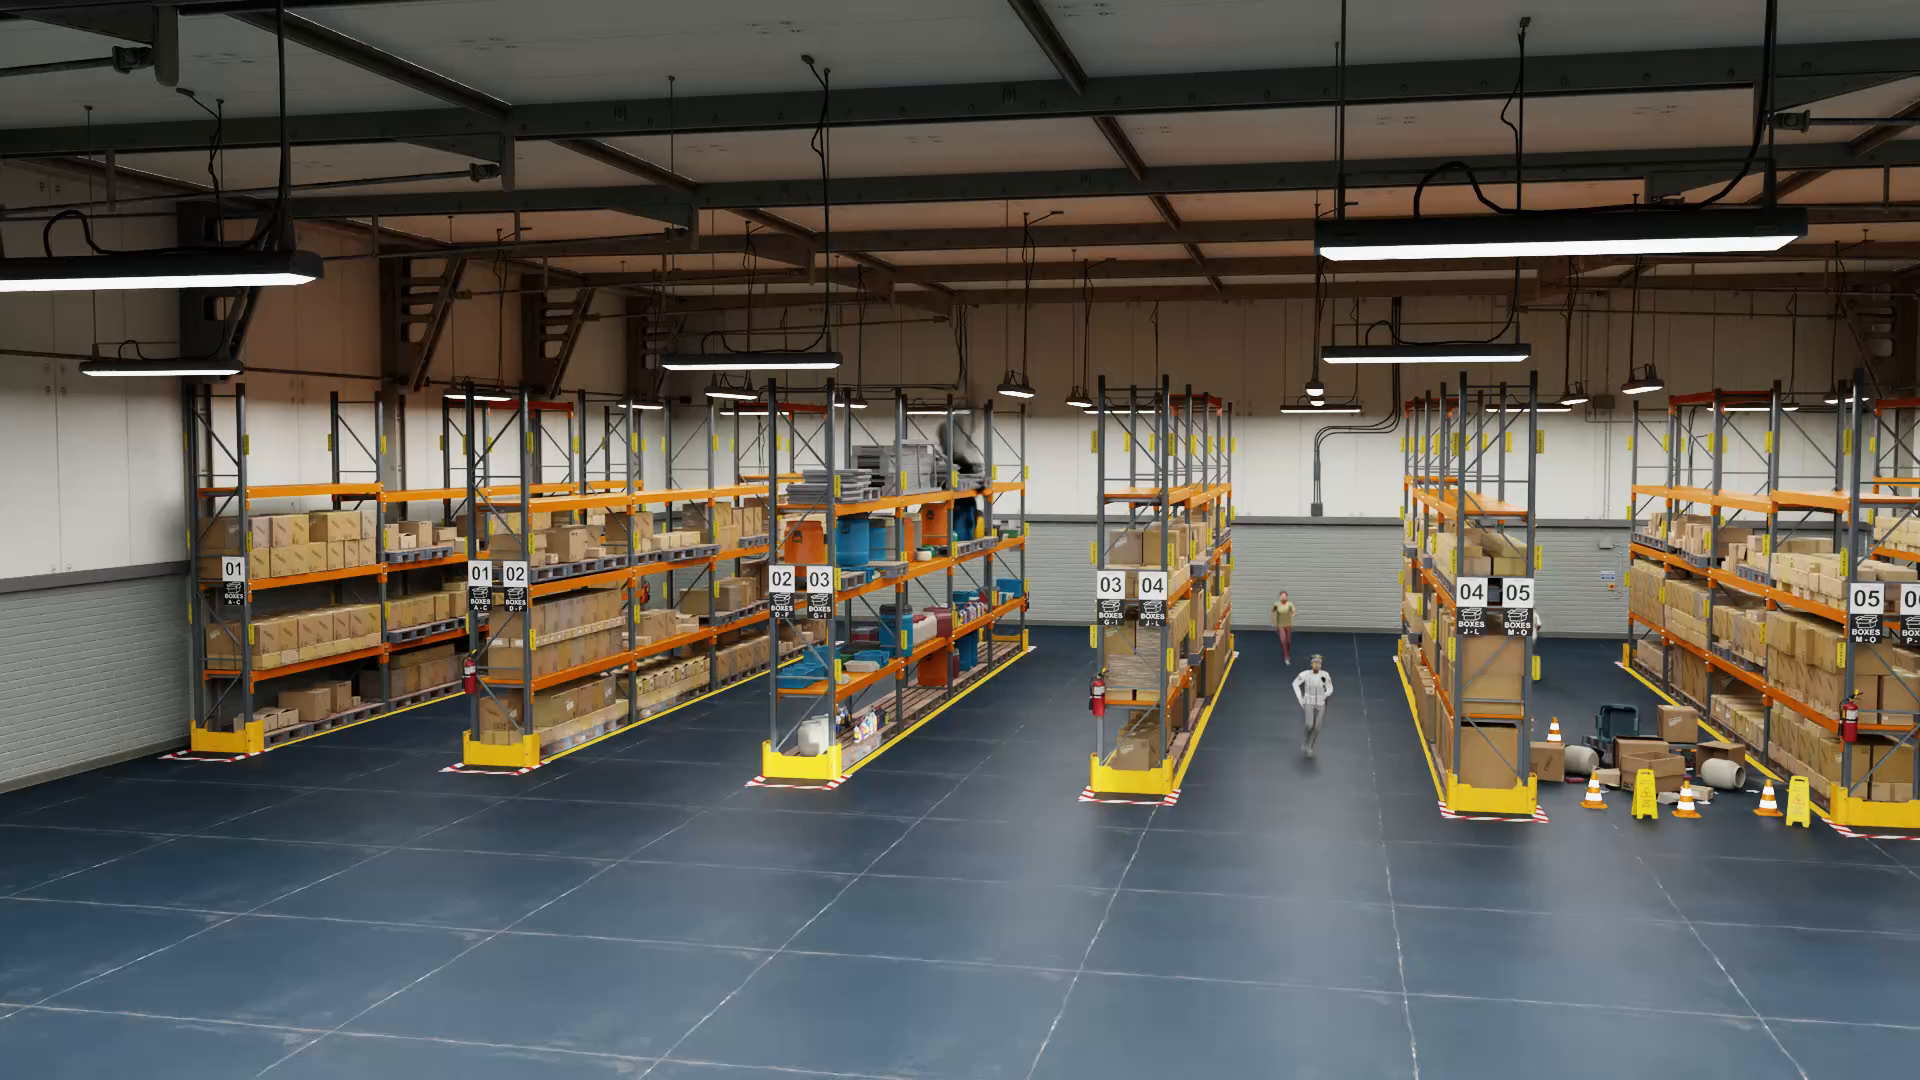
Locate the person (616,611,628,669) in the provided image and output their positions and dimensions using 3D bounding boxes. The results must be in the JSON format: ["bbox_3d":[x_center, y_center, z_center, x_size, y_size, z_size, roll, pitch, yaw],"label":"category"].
[{"bbox_3d":[-7.027,2.250,34.585,0.531,1.557,0.539,0,3,5],"label":"person"}]

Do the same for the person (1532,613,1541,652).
[{"bbox_3d":[12.281,2.122,36.124,0.598,1.622,0.554,0,3,-3],"label":"person"}]

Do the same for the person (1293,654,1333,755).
[{"bbox_3d":[5.673,2.645,26.641,0.603,1.651,0.599,0,3,-1],"label":"person"}]

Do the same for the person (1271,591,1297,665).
[{"bbox_3d":[7.440,2.002,38.225,0.576,1.680,0.825,0,3,6],"label":"person"}]
